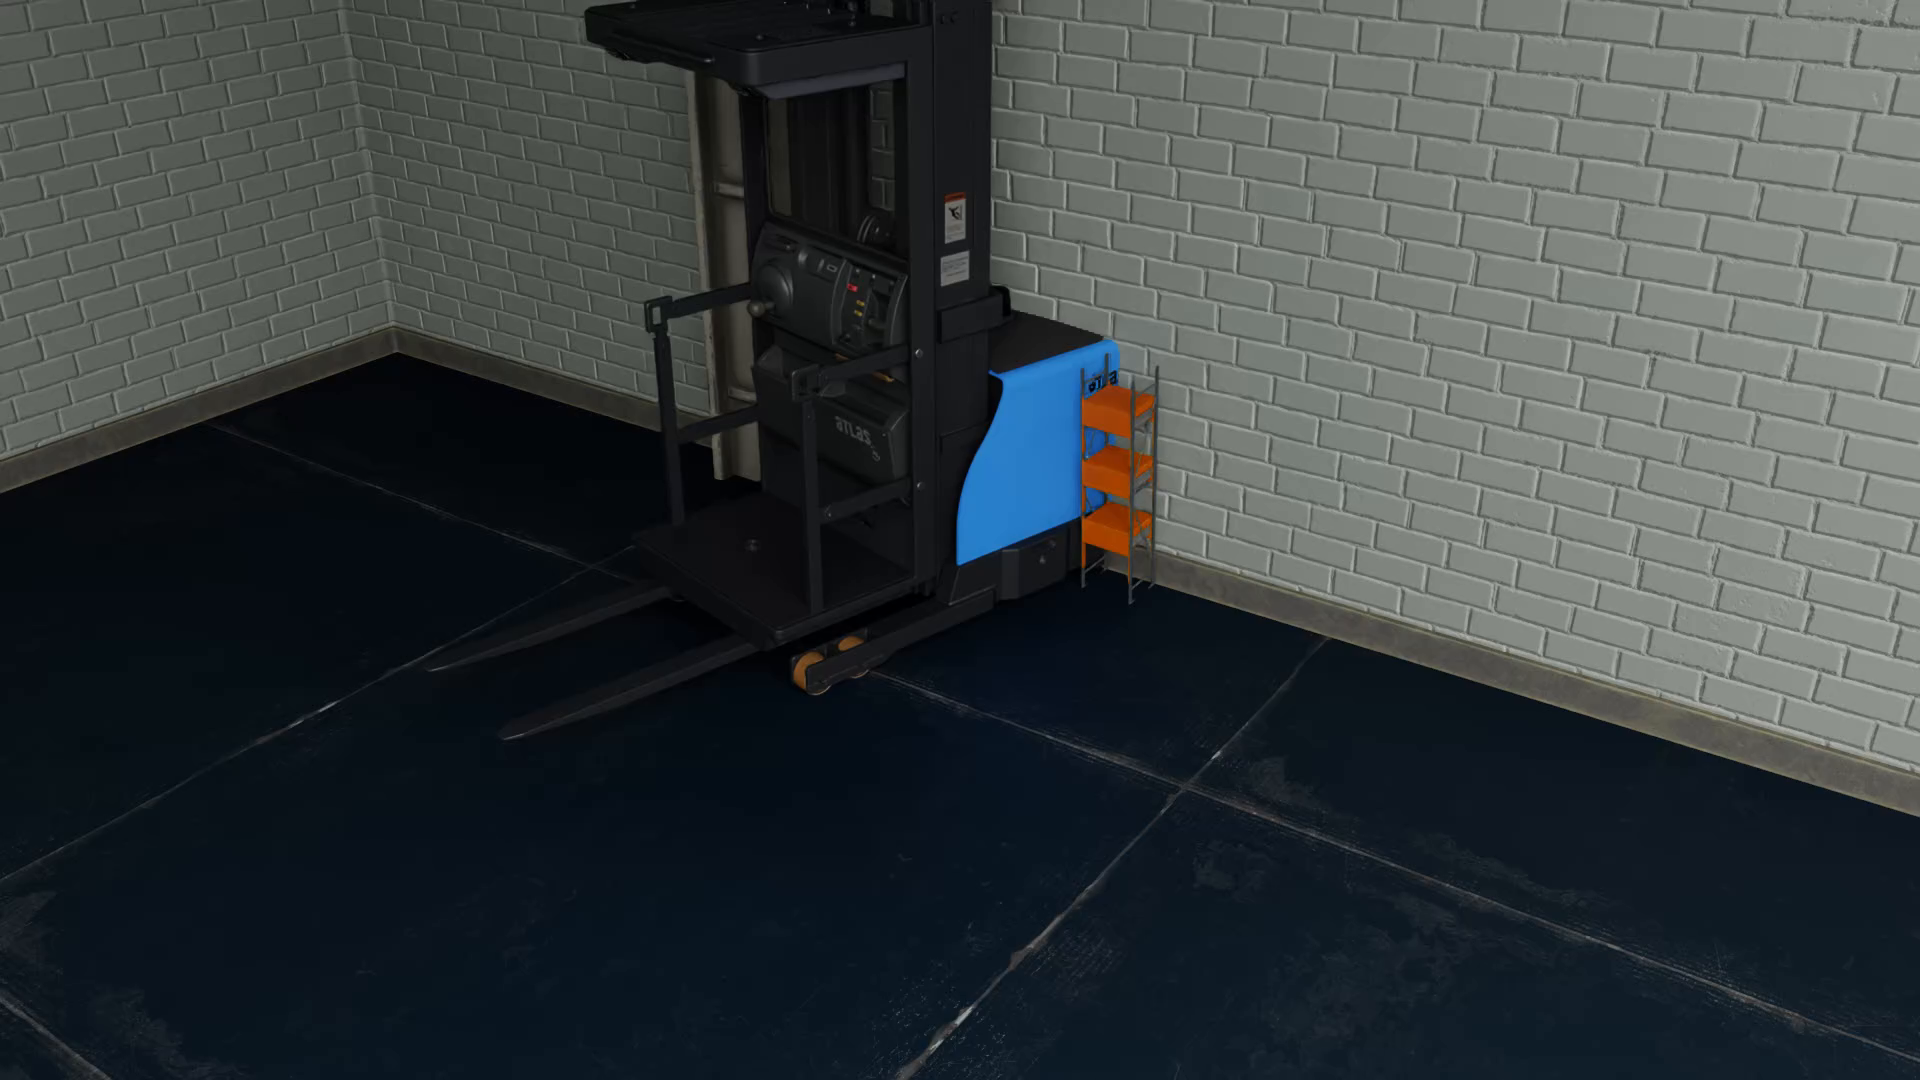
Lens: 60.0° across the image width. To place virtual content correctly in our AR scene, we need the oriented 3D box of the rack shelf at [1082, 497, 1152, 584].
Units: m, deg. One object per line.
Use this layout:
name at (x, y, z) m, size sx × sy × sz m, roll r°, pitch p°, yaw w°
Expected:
rack shelf at (0.687, 0.000, 7.214) m, size 0.240 × 0.259 × 0.215 m, roll 19°, pitch 36°, yaw 33°

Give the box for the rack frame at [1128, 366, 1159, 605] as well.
rack frame at (0.772, -0.217, 7.005) m, size 0.008 × 1.050 × 0.200 m, roll 19°, pitch 36°, yaw 33°

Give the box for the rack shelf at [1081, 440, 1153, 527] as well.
rack shelf at (0.676, -0.242, 7.076) m, size 0.240 × 0.259 × 0.215 m, roll 19°, pitch 36°, yaw 33°

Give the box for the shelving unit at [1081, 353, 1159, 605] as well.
shelving unit at (0.676, -0.251, 7.071) m, size 0.252 × 1.050 × 0.215 m, roll 19°, pitch 36°, yaw 33°

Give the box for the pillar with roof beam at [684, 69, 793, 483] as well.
pillar with roof beam at (-3.427, -2.721, 3.175) m, size 0.400 × 9.000 × 9.100 m, roll 17°, pitch 32°, yaw 30°

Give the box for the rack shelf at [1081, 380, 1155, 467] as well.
rack shelf at (0.665, -0.488, 6.936) m, size 0.240 × 0.259 × 0.215 m, roll 19°, pitch 36°, yaw 33°

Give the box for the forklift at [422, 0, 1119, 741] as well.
forklift at (-0.683, -0.964, 6.413) m, size 3.031 × 2.935 × 1.130 m, roll -21°, pitch 34°, yaw -36°

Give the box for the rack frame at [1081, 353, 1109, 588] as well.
rack frame at (0.579, -0.284, 7.137) m, size 0.008 × 1.050 × 0.200 m, roll 19°, pitch 36°, yaw 33°
